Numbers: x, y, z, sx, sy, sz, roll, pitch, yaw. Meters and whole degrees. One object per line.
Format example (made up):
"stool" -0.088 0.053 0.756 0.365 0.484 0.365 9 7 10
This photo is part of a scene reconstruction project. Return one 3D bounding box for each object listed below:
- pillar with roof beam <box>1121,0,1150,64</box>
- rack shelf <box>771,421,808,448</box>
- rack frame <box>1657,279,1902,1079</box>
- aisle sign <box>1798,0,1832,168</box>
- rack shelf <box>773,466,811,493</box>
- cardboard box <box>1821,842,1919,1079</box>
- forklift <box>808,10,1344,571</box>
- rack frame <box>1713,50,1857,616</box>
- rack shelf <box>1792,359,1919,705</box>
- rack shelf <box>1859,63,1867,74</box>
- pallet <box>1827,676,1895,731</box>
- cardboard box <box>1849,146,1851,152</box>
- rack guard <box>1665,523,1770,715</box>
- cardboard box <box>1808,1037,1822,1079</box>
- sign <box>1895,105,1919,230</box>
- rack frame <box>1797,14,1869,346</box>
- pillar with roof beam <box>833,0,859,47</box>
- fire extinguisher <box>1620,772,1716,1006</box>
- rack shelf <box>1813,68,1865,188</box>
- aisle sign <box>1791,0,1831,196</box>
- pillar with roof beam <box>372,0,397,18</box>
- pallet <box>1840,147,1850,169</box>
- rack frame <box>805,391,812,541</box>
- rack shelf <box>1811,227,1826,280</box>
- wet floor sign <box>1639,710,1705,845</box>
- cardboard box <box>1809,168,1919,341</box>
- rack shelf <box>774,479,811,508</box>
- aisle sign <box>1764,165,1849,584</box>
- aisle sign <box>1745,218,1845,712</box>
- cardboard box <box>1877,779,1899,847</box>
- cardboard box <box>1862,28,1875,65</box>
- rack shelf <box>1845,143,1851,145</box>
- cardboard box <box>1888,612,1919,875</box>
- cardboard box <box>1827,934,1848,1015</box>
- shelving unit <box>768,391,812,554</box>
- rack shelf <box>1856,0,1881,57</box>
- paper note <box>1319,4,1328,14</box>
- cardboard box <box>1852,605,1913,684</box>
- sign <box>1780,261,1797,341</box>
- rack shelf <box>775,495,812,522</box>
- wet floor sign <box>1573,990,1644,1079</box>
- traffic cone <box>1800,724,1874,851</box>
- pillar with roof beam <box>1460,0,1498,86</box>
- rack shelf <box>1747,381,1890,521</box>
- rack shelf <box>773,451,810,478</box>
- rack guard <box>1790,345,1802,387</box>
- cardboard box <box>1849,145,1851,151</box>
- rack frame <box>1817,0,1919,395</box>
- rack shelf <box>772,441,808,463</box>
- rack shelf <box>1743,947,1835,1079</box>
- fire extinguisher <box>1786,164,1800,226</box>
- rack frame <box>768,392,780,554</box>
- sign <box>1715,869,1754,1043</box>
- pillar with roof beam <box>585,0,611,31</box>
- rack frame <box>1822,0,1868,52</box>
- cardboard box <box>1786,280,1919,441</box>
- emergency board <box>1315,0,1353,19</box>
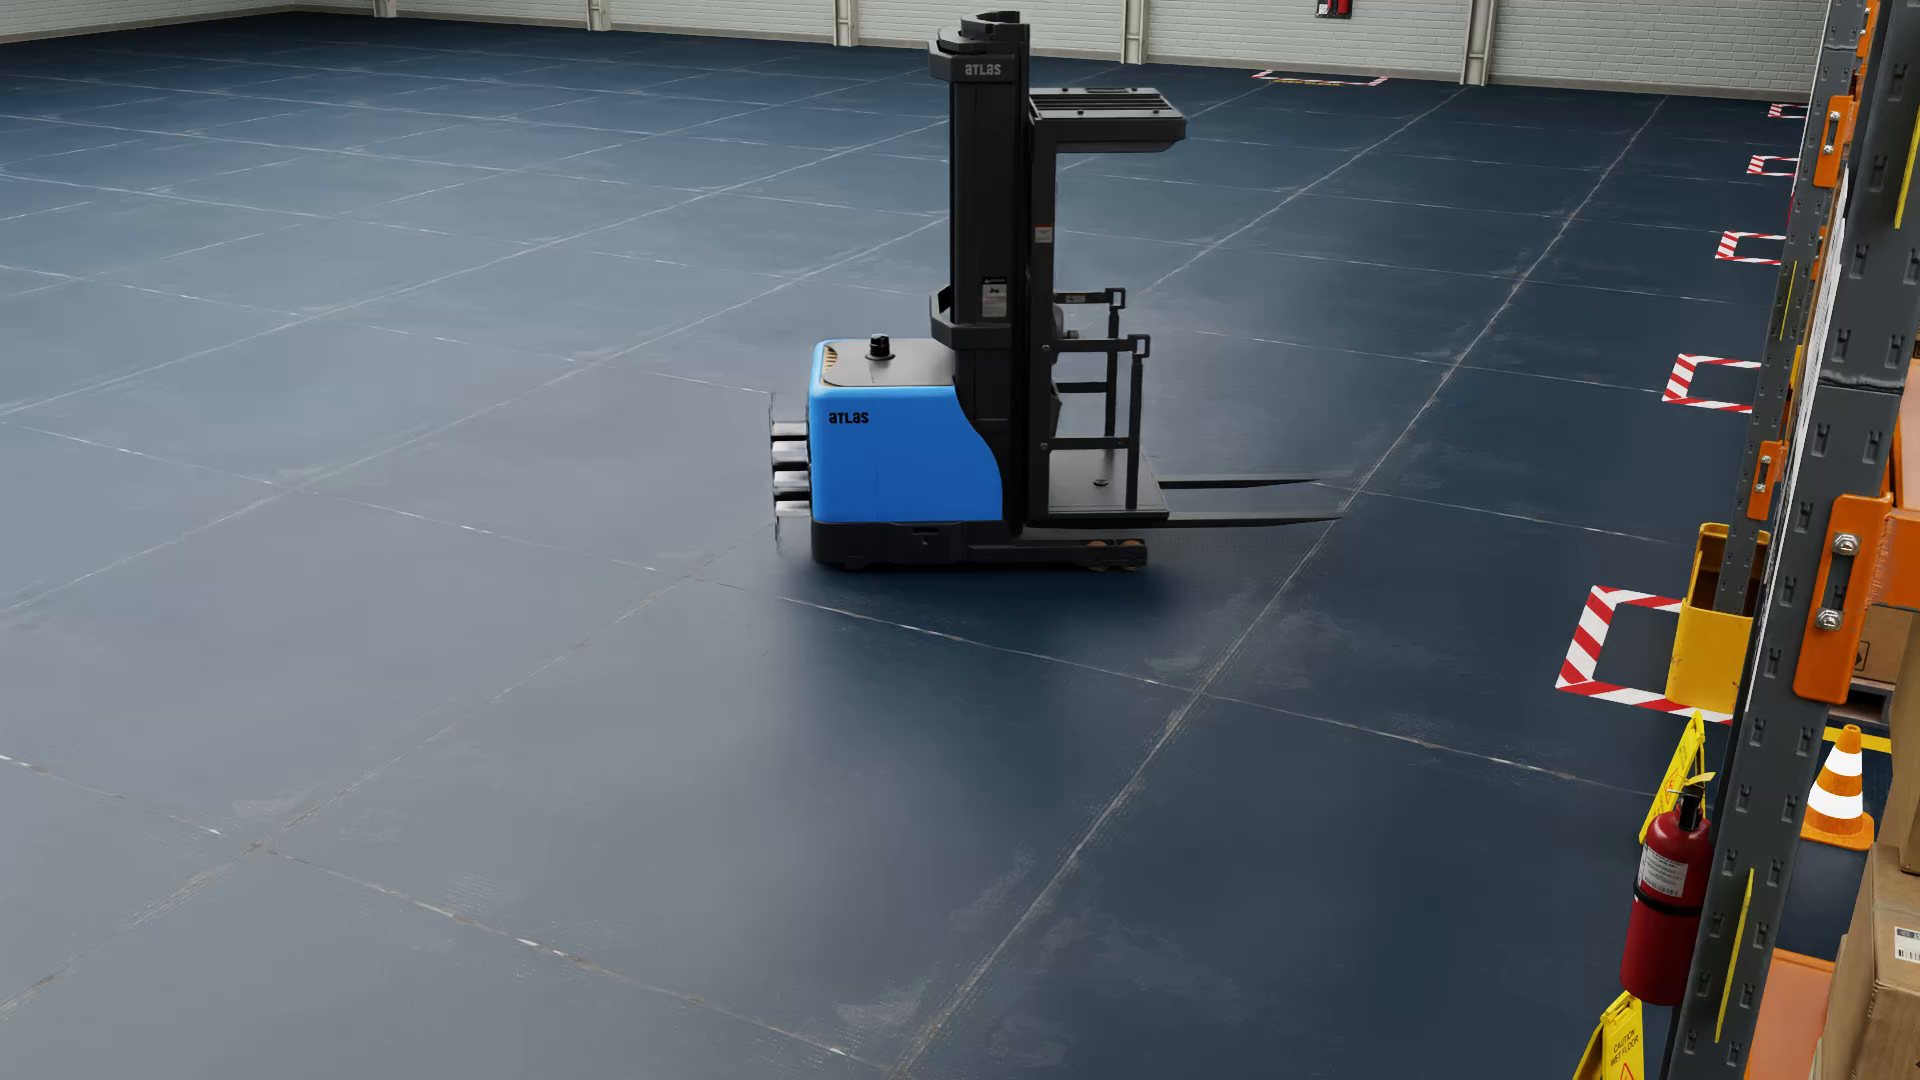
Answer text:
"pillar with roof beam" 1.195 -11.239 24.679 0.400 9.000 9.100 11 25 25
"rack shelf" -0.960 -0.599 9.402 0.200 0.077 0.258 -1 23 -2
"rack frame" 1.655 0.967 3.644 0.127 3.000 1.000 11 25 25
"aisle sign" 3.870 -2.094 7.518 0.004 0.787 0.394 11 25 25
"rack shelf" -0.958 -0.351 9.508 0.200 0.077 0.258 -1 23 -2
"cardboard box" 1.953 0.964 3.142 0.500 0.500 0.500 11 25 24
"forklift" 0.665 -1.380 9.250 3.031 2.935 1.130 -1 23 -2
"rack frame" 3.798 -0.780 7.751 0.127 3.000 1.000 11 25 25
"rack shelf" 3.440 0.271 2.367 4.000 0.370 1.077 11 25 25
"rack shelf" 12.384 -5.269 19.227 4.000 0.370 1.077 11 25 25
"pallet" 4.547 0.617 8.029 1.213 0.211 1.003 11 25 25
"cardboard box" 10.978 -4.709 19.967 0.500 0.250 0.500 11 25 25
"rack guard" 3.777 0.366 8.250 0.348 0.500 1.175 11 25 25
"cardboard box" 1.865 1.215 3.382 0.250 0.149 0.380 11 26 25
"sign" 1.410 -0.626 2.440 0.005 0.325 0.100 11 25 25
"rack frame" 6.126 -2.494 11.783 0.127 3.000 1.000 11 25 25
"pillar with roof beam" -4.160 -12.298 27.170 0.400 9.000 9.100 11 25 25
"fire extinguisher" 1.761 0.821 4.085 0.183 0.674 0.296 11 25 25
"rack shelf" 5.583 -1.476 6.475 4.000 0.370 1.077 11 25 25
"aisle sign" 3.600 -1.884 7.026 0.004 0.787 0.394 11 25 25
"pillar with roof beam" -14.869 -14.417 32.153 0.400 9.000 9.100 11 25 25
"pallet" 11.301 -4.550 20.179 1.213 0.211 1.003 11 25 25
"rack frame" -0.856 -0.384 9.498 0.006 0.900 0.240 -1 23 -2
"rack shelf" 7.911 -1.810 11.093 4.000 0.370 1.077 11 25 25
"wet floor sign" 2.879 0.990 6.598 0.232 0.644 0.267 7 24 15
"cardboard box" 4.112 -1.267 7.325 0.550 0.550 0.875 11 25 25
"rack shelf" -0.957 -0.268 9.543 0.200 0.077 0.258 -1 23 -2
"aisle sign" 1.731 -0.342 3.399 0.004 0.787 0.394 11 25 25
"aisle sign" 1.460 -0.132 2.906 0.004 0.787 0.394 11 25 25
"cardboard box" 2.264 0.783 3.567 0.500 0.500 0.500 11 25 24
"cardboard box" 11.010 -5.913 19.693 0.500 0.500 0.700 11 25 25
"rack shelf" 10.146 -3.540 15.161 4.000 0.370 1.077 11 25 25
"cardboard box" 2.209 0.338 3.338 0.500 0.500 0.700 11 25 23
"cardboard box" 2.085 1.074 3.714 0.250 0.149 0.380 12 26 26
"shelving unit" -0.958 -0.381 9.495 0.210 0.900 0.258 -1 23 -2
"rack shelf" 7.911 -3.191 10.506 4.000 0.370 1.077 11 25 25
"paper note" 6.177 -9.022 28.257 0.142 0.148 0.016 11 25 25
"cardboard box" 4.433 0.101 7.858 0.875 0.875 0.875 11 26 25
"sign" 3.543 -1.022 7.113 0.005 0.325 0.100 11 25 25
"rack shelf" -0.956 -0.185 9.578 0.200 0.077 0.258 -1 23 -2
"wet floor sign" 1.968 1.643 5.062 0.267 0.644 0.232 -20 30 -39
"traffic cone" 3.632 0.977 6.861 0.334 0.463 0.336 11 25 25
"pillar with roof beam" 6.549 -10.179 22.188 0.400 9.000 9.100 11 25 25
"rack shelf" 5.583 -0.096 7.062 4.000 0.370 1.077 11 25 25
"rack shelf" -0.959 -0.433 9.472 0.200 0.077 0.258 -1 23 -2
"rack guard" 6.194 -1.331 12.240 0.348 0.500 1.175 11 25 25
"cardboard box" 11.211 -4.890 20.392 0.500 0.250 0.500 11 25 25
"rack frame" 1.655 -1.794 2.470 0.127 3.000 1.000 11 25 25
"rack shelf" -0.959 -0.516 9.437 0.200 0.077 0.258 -1 23 -2
"rack shelf" 3.440 1.651 2.954 4.000 0.370 1.077 11 25 25
"fire extinguisher" 6.232 -2.640 12.224 0.183 0.674 0.296 11 25 25
"rack frame" -1.060 -0.379 9.491 0.006 0.900 0.240 -1 23 -2
"sign" 1.410 0.758 3.029 0.005 0.325 0.100 11 25 25
"pillar with roof beam" -9.514 -13.358 29.662 0.400 9.000 9.100 11 25 25
"rack frame" 3.798 -3.541 6.577 0.127 3.000 1.000 11 25 25
"cardboard box" 4.150 -0.799 7.605 0.550 0.550 0.875 11 25 25
"emergency board" 6.304 -9.372 27.955 0.643 1.169 0.194 11 25 25
